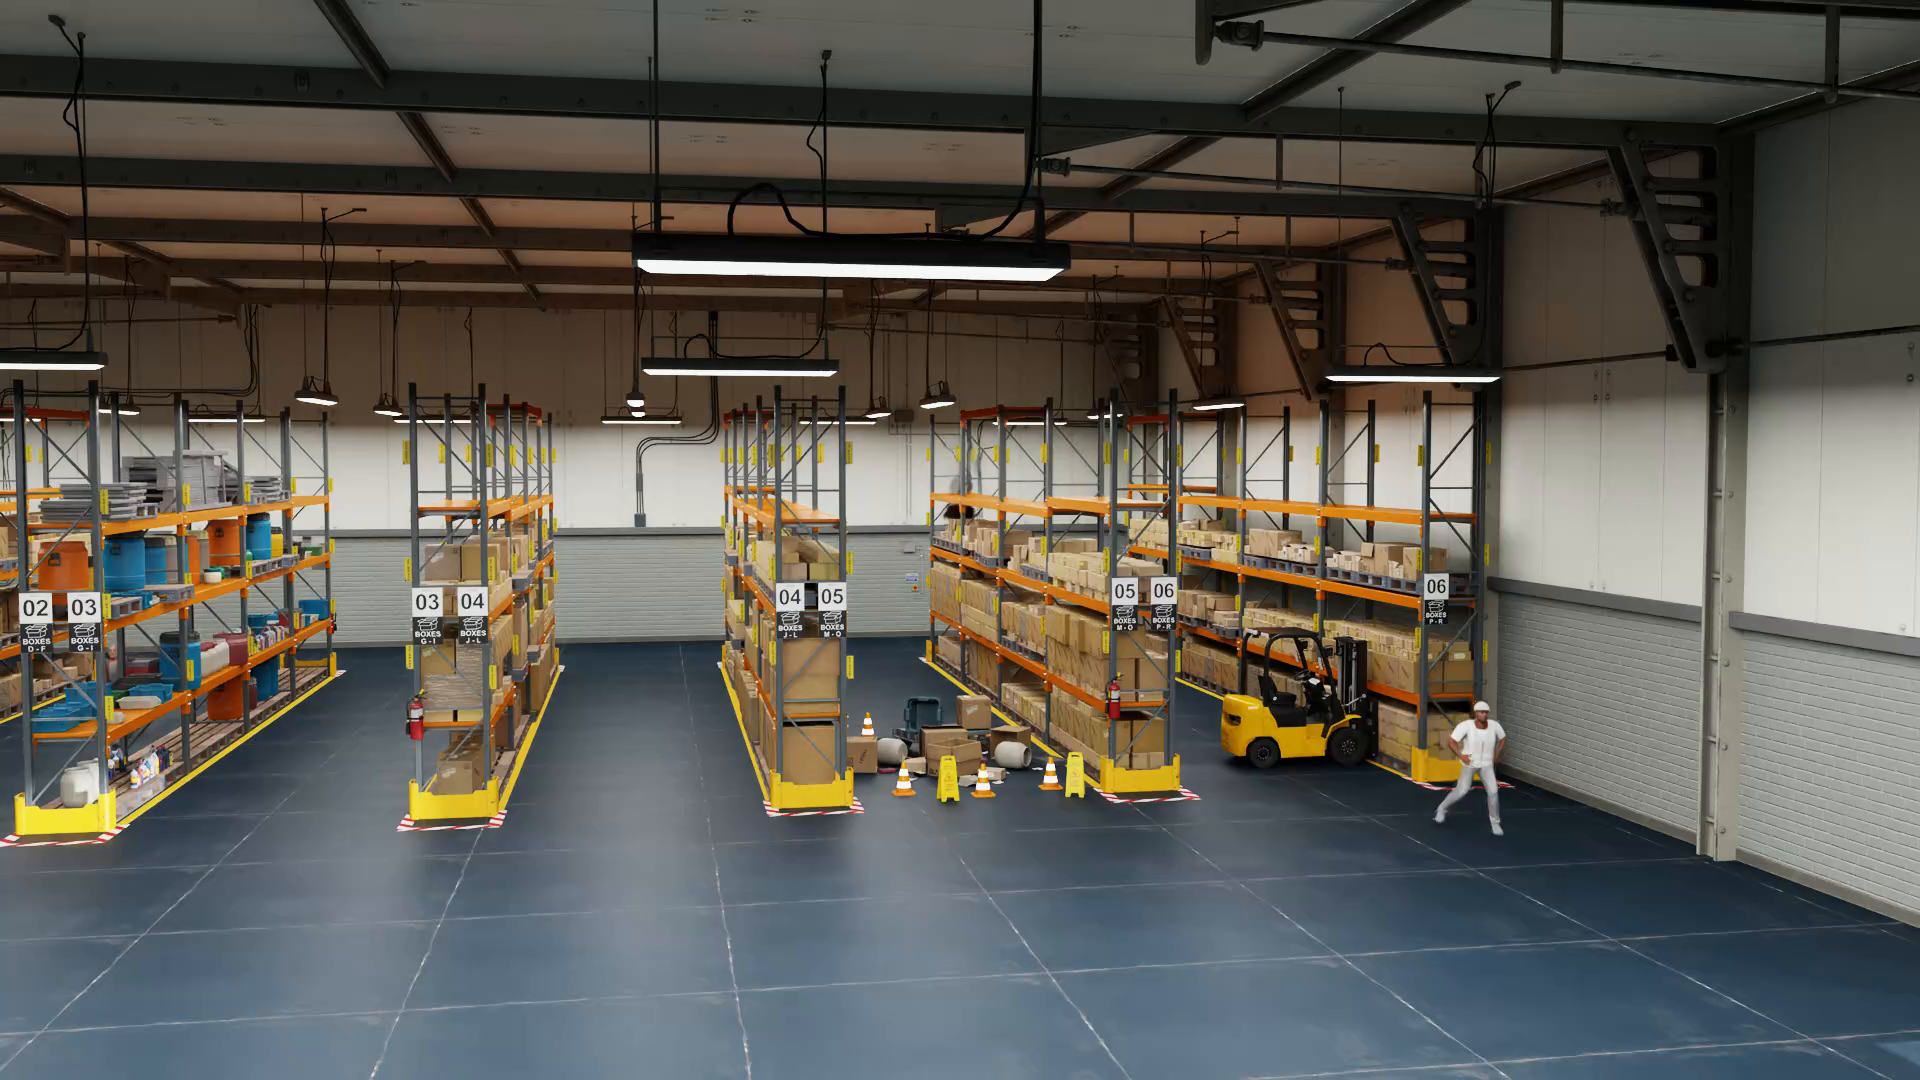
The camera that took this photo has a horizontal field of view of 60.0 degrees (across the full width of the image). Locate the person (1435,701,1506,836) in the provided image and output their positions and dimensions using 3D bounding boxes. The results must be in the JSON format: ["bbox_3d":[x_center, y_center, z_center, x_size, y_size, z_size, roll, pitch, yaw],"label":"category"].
[{"bbox_3d":[6.884,3.022,22.243,0.921,1.760,0.757,0,3,-4],"label":"person"}]

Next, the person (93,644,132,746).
[{"bbox_3d":[-14.642,2.672,28.812,0.718,1.740,0.638,-1,3,-10],"label":"person"}]
